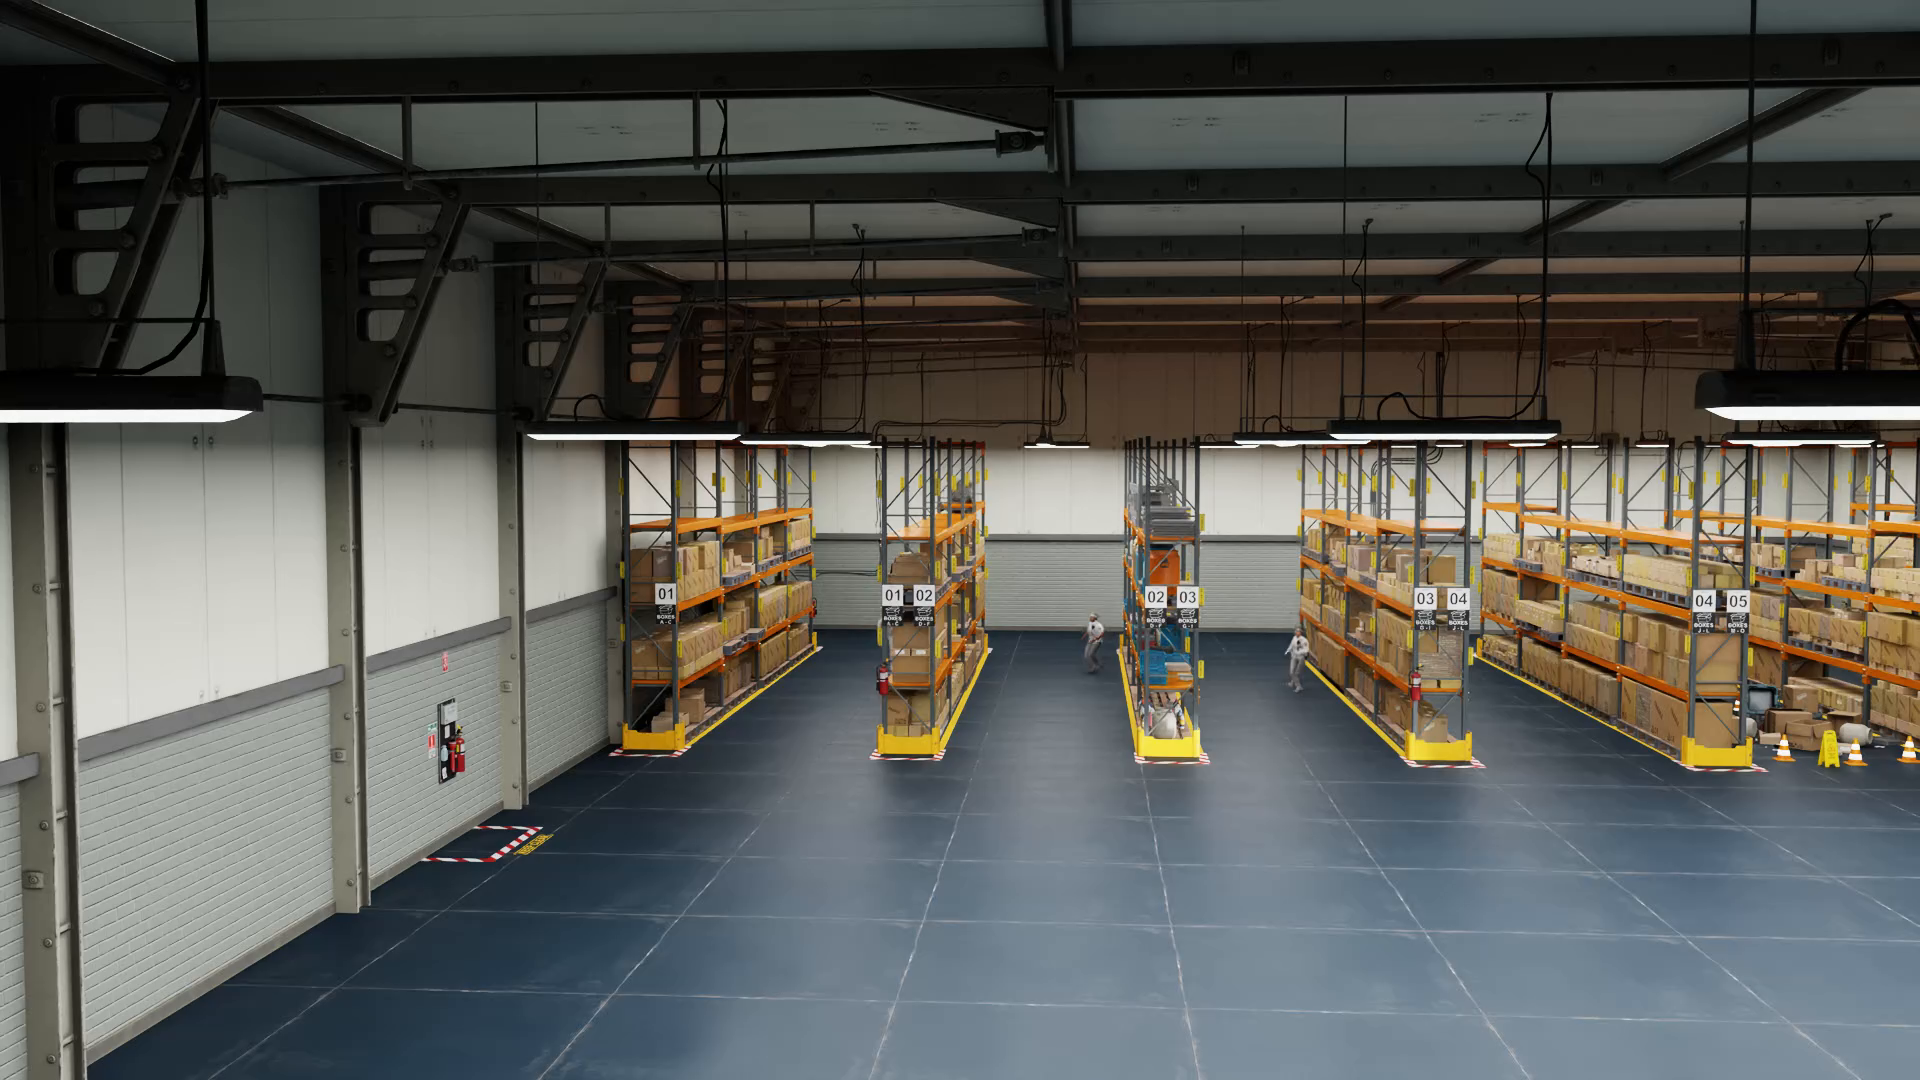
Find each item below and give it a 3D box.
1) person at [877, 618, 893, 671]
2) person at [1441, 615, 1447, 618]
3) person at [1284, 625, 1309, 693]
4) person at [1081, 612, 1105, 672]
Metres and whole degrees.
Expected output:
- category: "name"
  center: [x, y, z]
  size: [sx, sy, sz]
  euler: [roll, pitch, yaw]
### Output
- category: "person"
  center: [-1.899, 2.581, 43.535]
  size: [0.564, 1.643, 0.952]
  euler: [0, 3, -6]
- category: "person"
  center: [13.121, 2.473, 45.117]
  size: [0.538, 1.646, 0.644]
  euler: [1, 3, 12]
- category: "person"
  center: [8.062, 2.820, 39.636]
  size: [0.710, 1.631, 0.637]
  euler: [2, 4, 39]
- category: "person"
  center: [3.453, 2.645, 42.998]
  size: [0.651, 1.607, 0.508]
  euler: [3, 4, 45]
